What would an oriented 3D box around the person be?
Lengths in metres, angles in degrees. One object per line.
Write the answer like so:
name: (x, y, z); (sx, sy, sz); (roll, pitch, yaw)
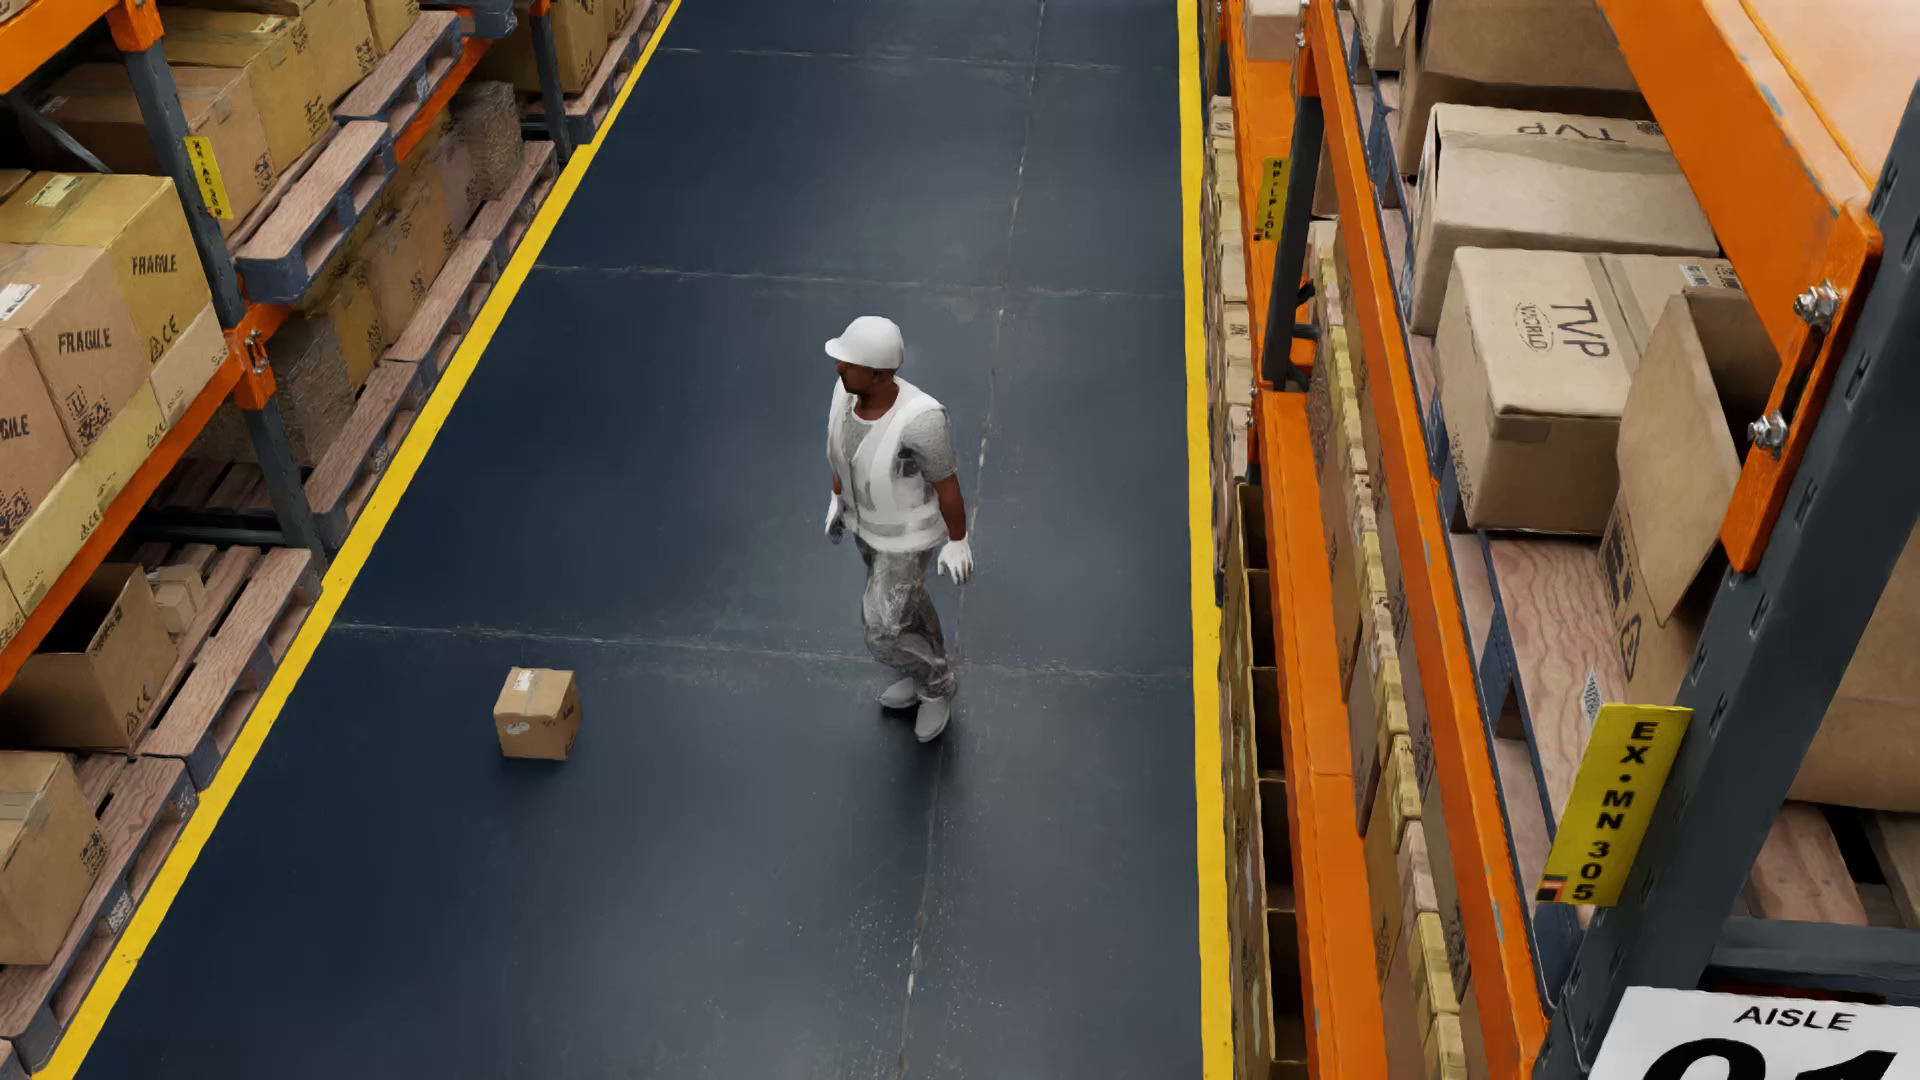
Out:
person: (-0.250, -0.044, 6.168); (0.452, 1.775, 0.641); (-24, 45, -26)
